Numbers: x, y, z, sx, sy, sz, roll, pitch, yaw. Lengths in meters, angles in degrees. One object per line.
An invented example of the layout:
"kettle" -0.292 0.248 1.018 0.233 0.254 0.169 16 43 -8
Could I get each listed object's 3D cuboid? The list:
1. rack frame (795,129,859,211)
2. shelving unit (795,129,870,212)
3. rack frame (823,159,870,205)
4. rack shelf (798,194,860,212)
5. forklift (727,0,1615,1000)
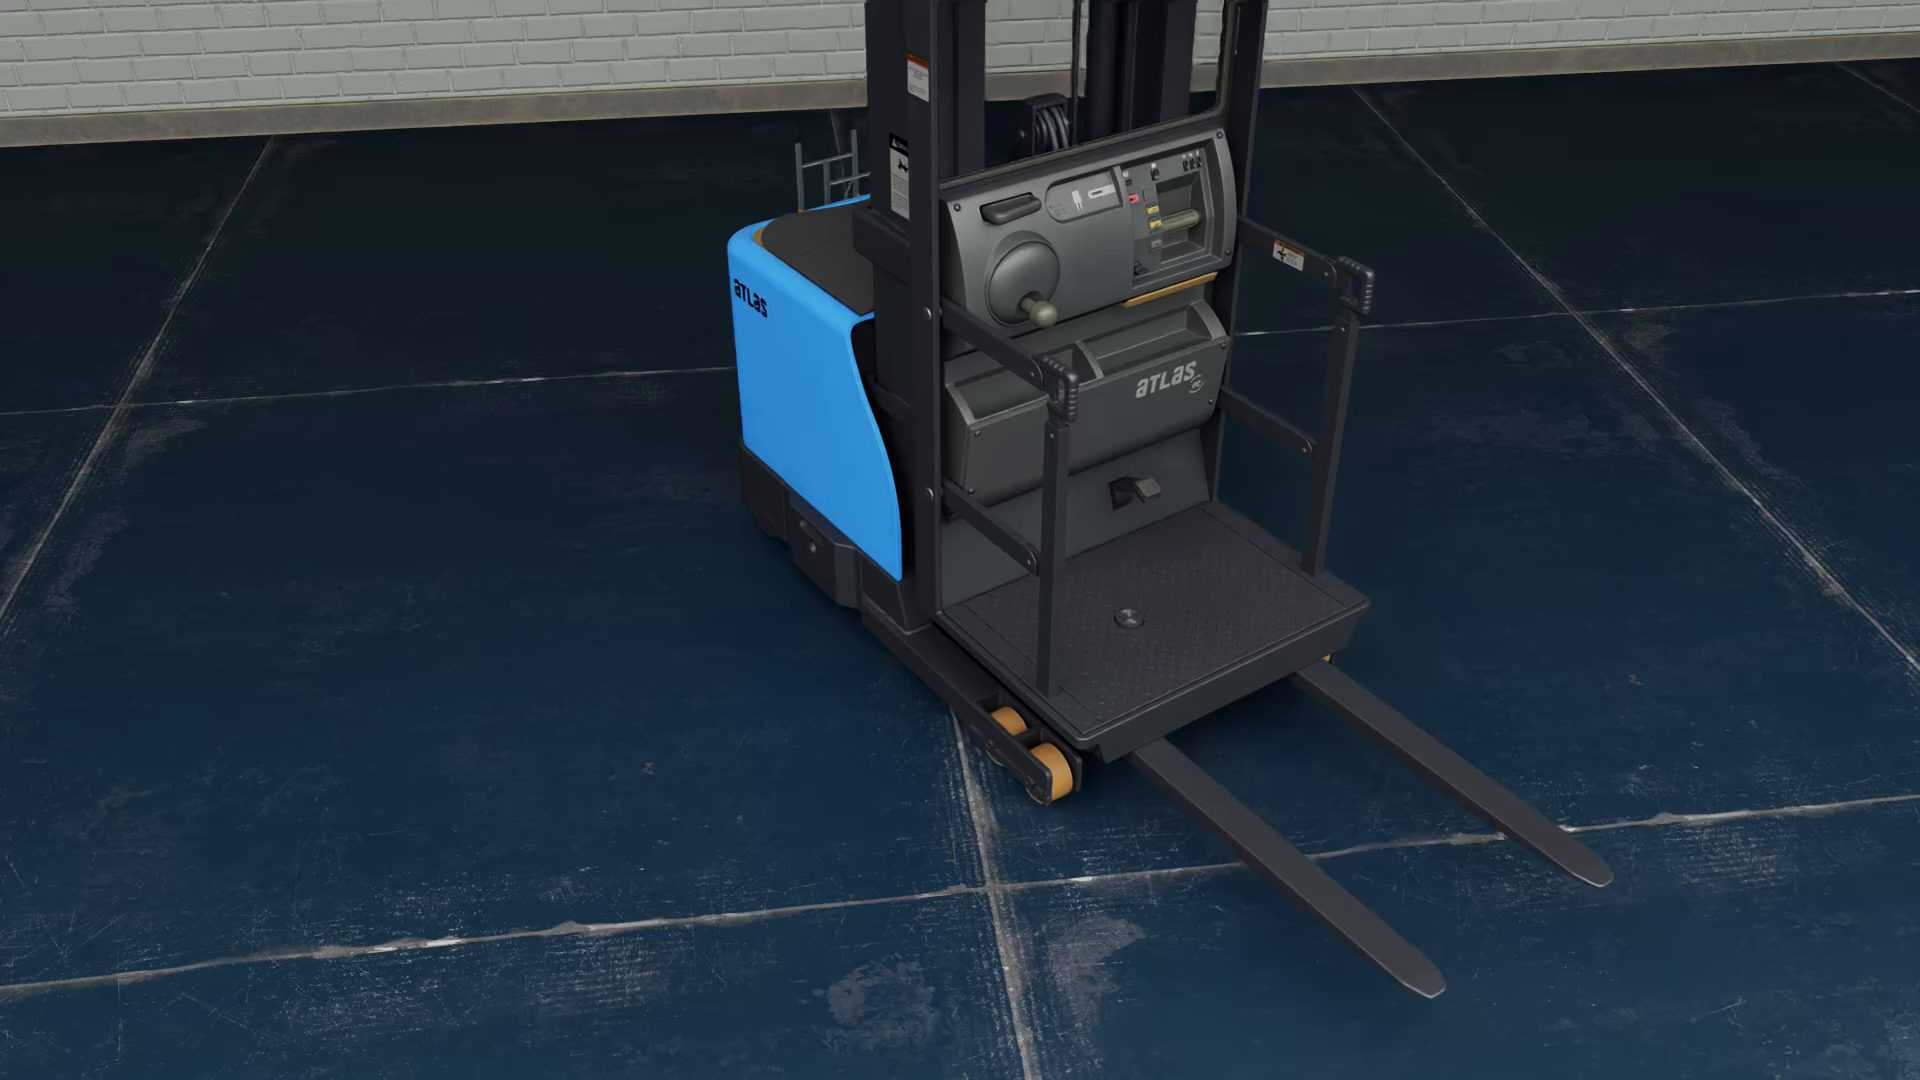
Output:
"rack frame" -0.453 -0.868 5.958 0.240 1.200 0.006 -21 40 -28
"shelving unit" -0.401 -0.825 5.896 0.258 1.200 0.189 -21 40 -28
"rack frame" -0.349 -0.783 5.834 0.240 1.200 0.006 -21 40 -28
"rack shelf" -0.401 -1.086 5.718 0.258 0.103 0.180 -21 40 -28
"forklift" 0.492 -0.783 4.296 1.130 2.935 3.031 -21 40 -28
